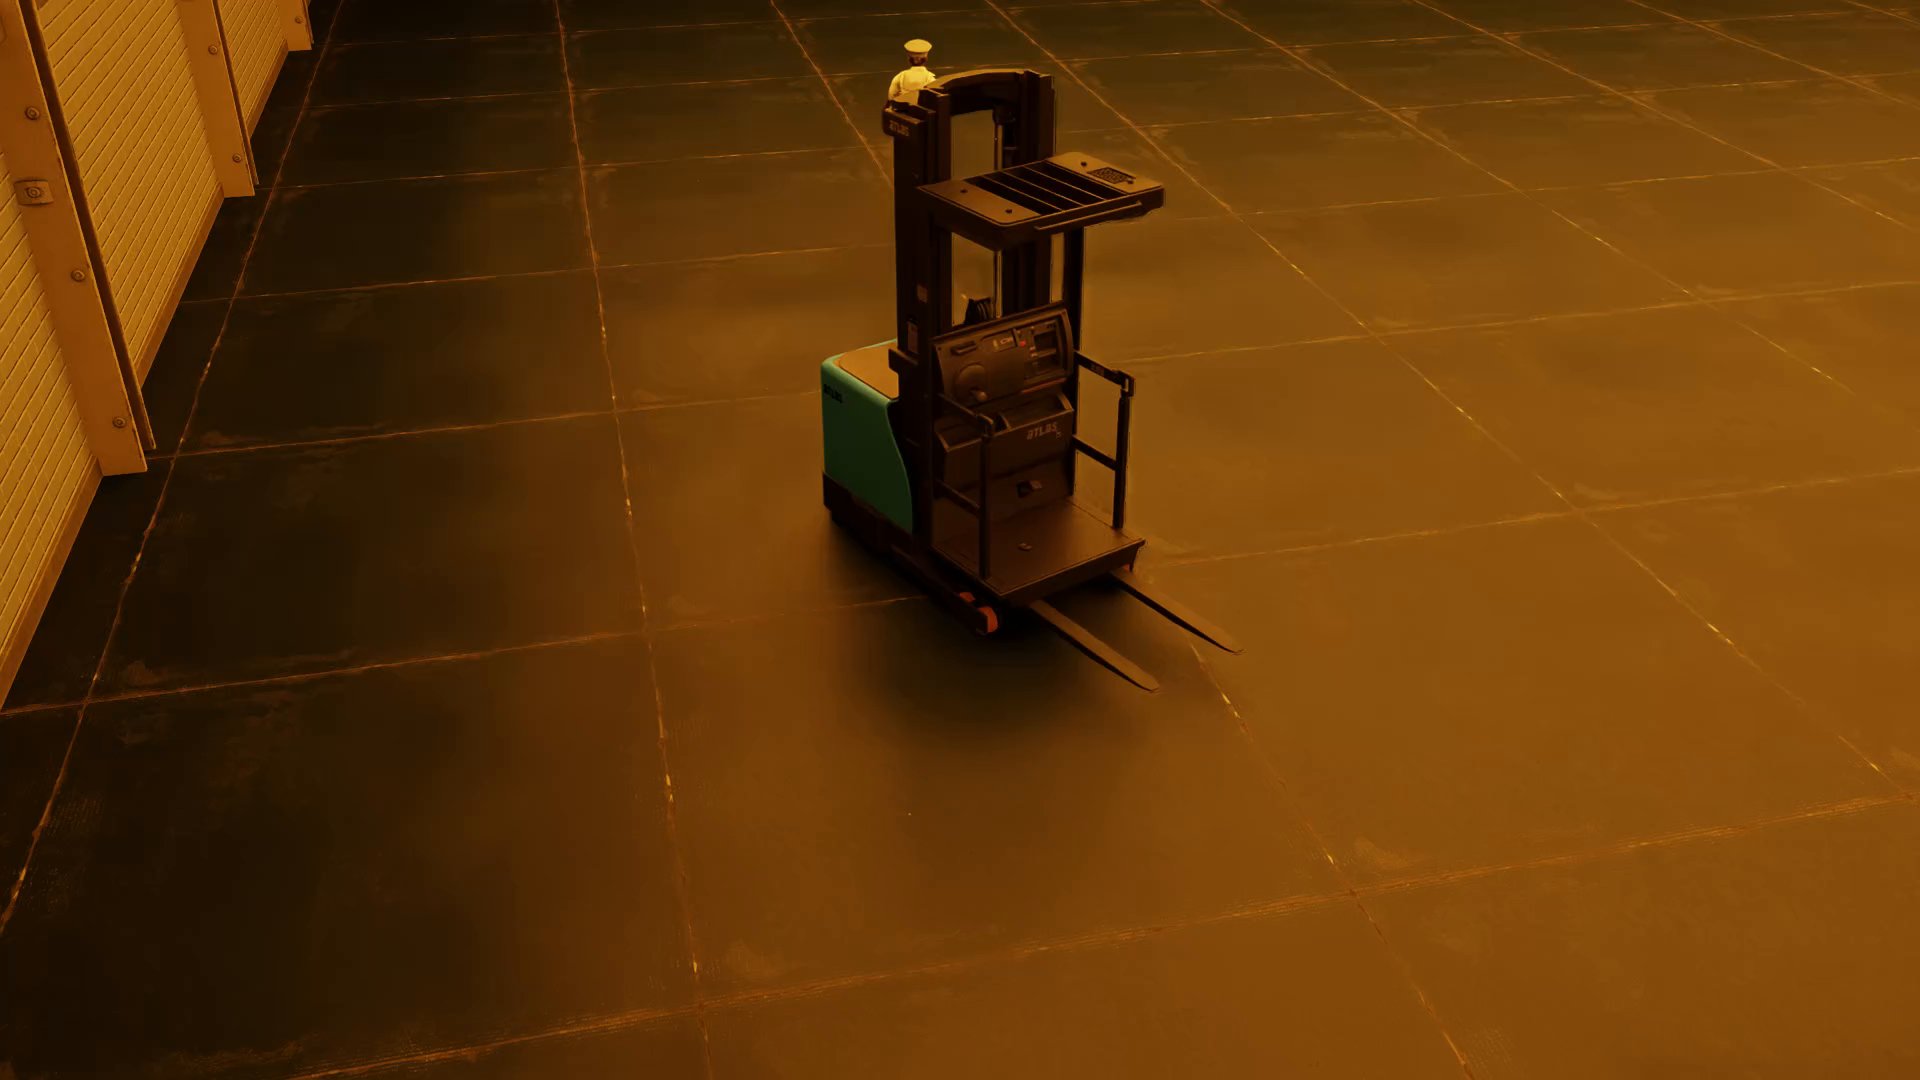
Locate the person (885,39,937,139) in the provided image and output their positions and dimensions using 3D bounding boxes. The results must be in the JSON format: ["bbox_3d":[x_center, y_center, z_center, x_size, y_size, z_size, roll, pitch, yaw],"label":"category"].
[{"bbox_3d":[-0.393,-3.763,15.365,0.634,1.644,0.467,2,30,4],"label":"person"}]

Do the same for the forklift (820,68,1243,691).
[{"bbox_3d":[0.385,-1.001,9.303,1.130,2.935,3.031,-20,35,-30],"label":"forklift"}]
